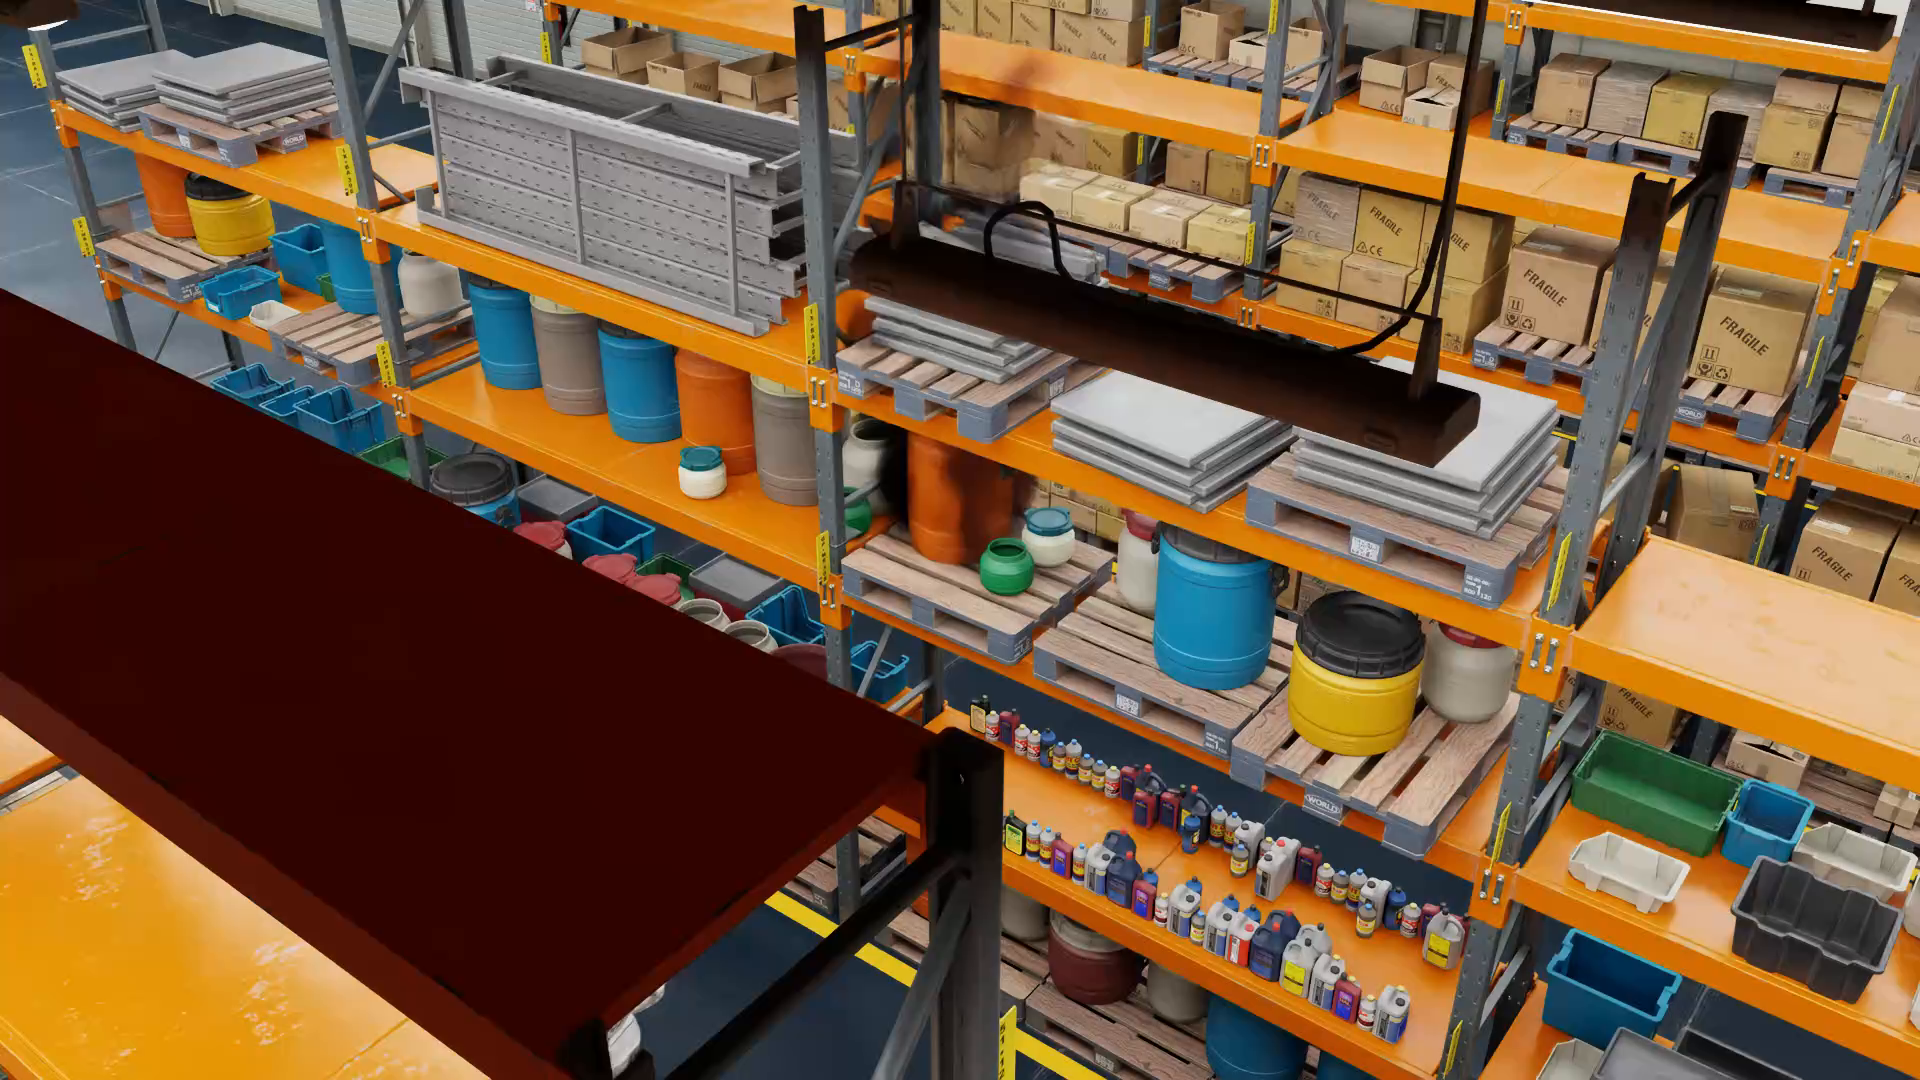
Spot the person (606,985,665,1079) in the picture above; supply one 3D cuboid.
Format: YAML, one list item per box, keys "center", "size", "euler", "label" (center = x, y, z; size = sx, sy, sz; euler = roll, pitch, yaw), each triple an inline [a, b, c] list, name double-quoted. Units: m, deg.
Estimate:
- center: [-1.902, 2.797, 9.061]
  size: [0.813, 1.683, 0.628]
  euler: [13, 34, 21]
  label: "person"
